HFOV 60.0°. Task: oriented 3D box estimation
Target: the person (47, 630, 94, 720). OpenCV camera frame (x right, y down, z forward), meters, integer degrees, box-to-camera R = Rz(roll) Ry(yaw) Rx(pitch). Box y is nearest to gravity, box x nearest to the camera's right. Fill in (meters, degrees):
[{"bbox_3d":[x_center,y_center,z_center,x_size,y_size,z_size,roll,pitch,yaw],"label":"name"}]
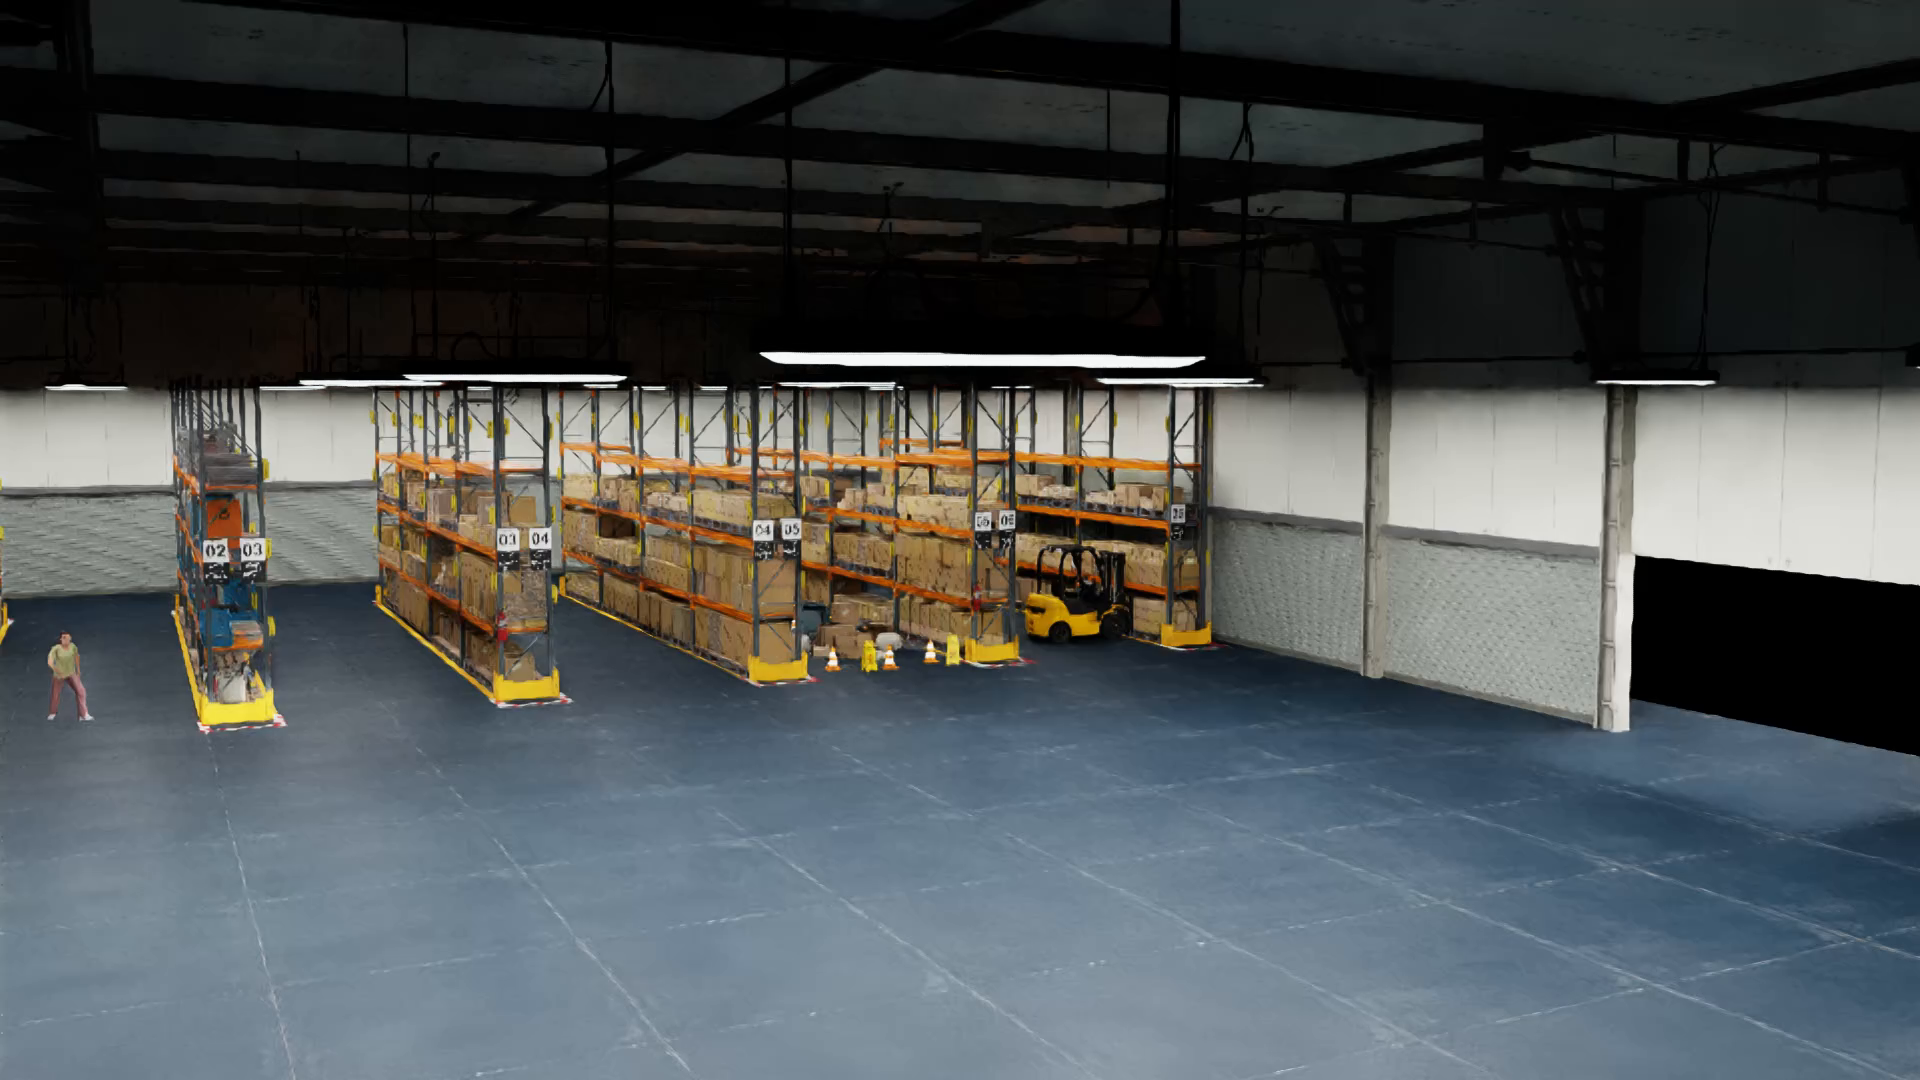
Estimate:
[{"bbox_3d":[-15.560,2.340,28.932,0.620,1.601,0.817,-5,7,-44],"label":"person"}]
